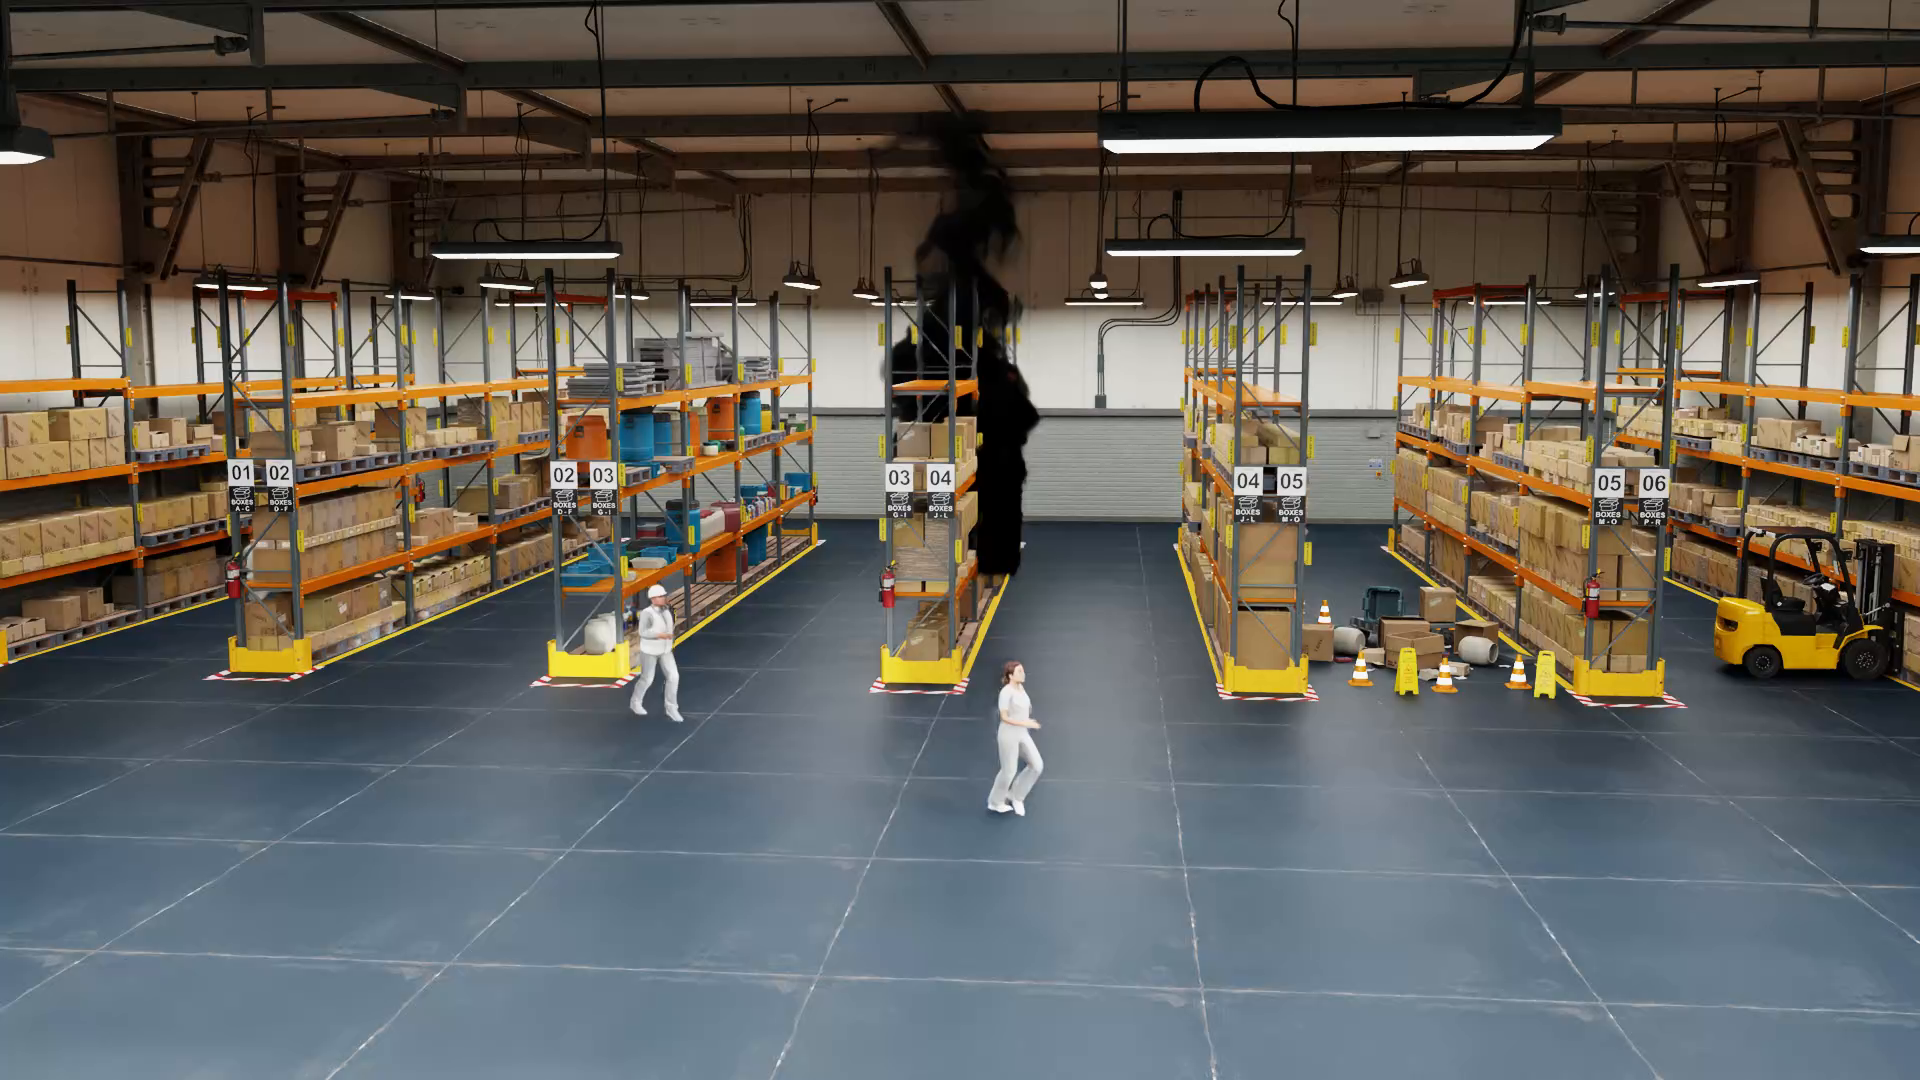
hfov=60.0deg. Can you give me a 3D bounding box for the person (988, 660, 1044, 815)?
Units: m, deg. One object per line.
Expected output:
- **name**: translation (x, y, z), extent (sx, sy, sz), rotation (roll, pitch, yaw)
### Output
- **person**: translation (0.599, 2.082, 17.392), extent (0.664, 1.678, 0.592), rotation (5, 8, 34)

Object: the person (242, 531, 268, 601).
- **person**: translation (-11.937, 0.684, 28.351), extent (0.672, 1.760, 0.993), rotation (0, 7, 1)

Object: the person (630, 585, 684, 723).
- **person**: translation (-3.994, 1.465, 21.781), extent (0.854, 1.784, 0.602), rotation (6, 9, 41)
